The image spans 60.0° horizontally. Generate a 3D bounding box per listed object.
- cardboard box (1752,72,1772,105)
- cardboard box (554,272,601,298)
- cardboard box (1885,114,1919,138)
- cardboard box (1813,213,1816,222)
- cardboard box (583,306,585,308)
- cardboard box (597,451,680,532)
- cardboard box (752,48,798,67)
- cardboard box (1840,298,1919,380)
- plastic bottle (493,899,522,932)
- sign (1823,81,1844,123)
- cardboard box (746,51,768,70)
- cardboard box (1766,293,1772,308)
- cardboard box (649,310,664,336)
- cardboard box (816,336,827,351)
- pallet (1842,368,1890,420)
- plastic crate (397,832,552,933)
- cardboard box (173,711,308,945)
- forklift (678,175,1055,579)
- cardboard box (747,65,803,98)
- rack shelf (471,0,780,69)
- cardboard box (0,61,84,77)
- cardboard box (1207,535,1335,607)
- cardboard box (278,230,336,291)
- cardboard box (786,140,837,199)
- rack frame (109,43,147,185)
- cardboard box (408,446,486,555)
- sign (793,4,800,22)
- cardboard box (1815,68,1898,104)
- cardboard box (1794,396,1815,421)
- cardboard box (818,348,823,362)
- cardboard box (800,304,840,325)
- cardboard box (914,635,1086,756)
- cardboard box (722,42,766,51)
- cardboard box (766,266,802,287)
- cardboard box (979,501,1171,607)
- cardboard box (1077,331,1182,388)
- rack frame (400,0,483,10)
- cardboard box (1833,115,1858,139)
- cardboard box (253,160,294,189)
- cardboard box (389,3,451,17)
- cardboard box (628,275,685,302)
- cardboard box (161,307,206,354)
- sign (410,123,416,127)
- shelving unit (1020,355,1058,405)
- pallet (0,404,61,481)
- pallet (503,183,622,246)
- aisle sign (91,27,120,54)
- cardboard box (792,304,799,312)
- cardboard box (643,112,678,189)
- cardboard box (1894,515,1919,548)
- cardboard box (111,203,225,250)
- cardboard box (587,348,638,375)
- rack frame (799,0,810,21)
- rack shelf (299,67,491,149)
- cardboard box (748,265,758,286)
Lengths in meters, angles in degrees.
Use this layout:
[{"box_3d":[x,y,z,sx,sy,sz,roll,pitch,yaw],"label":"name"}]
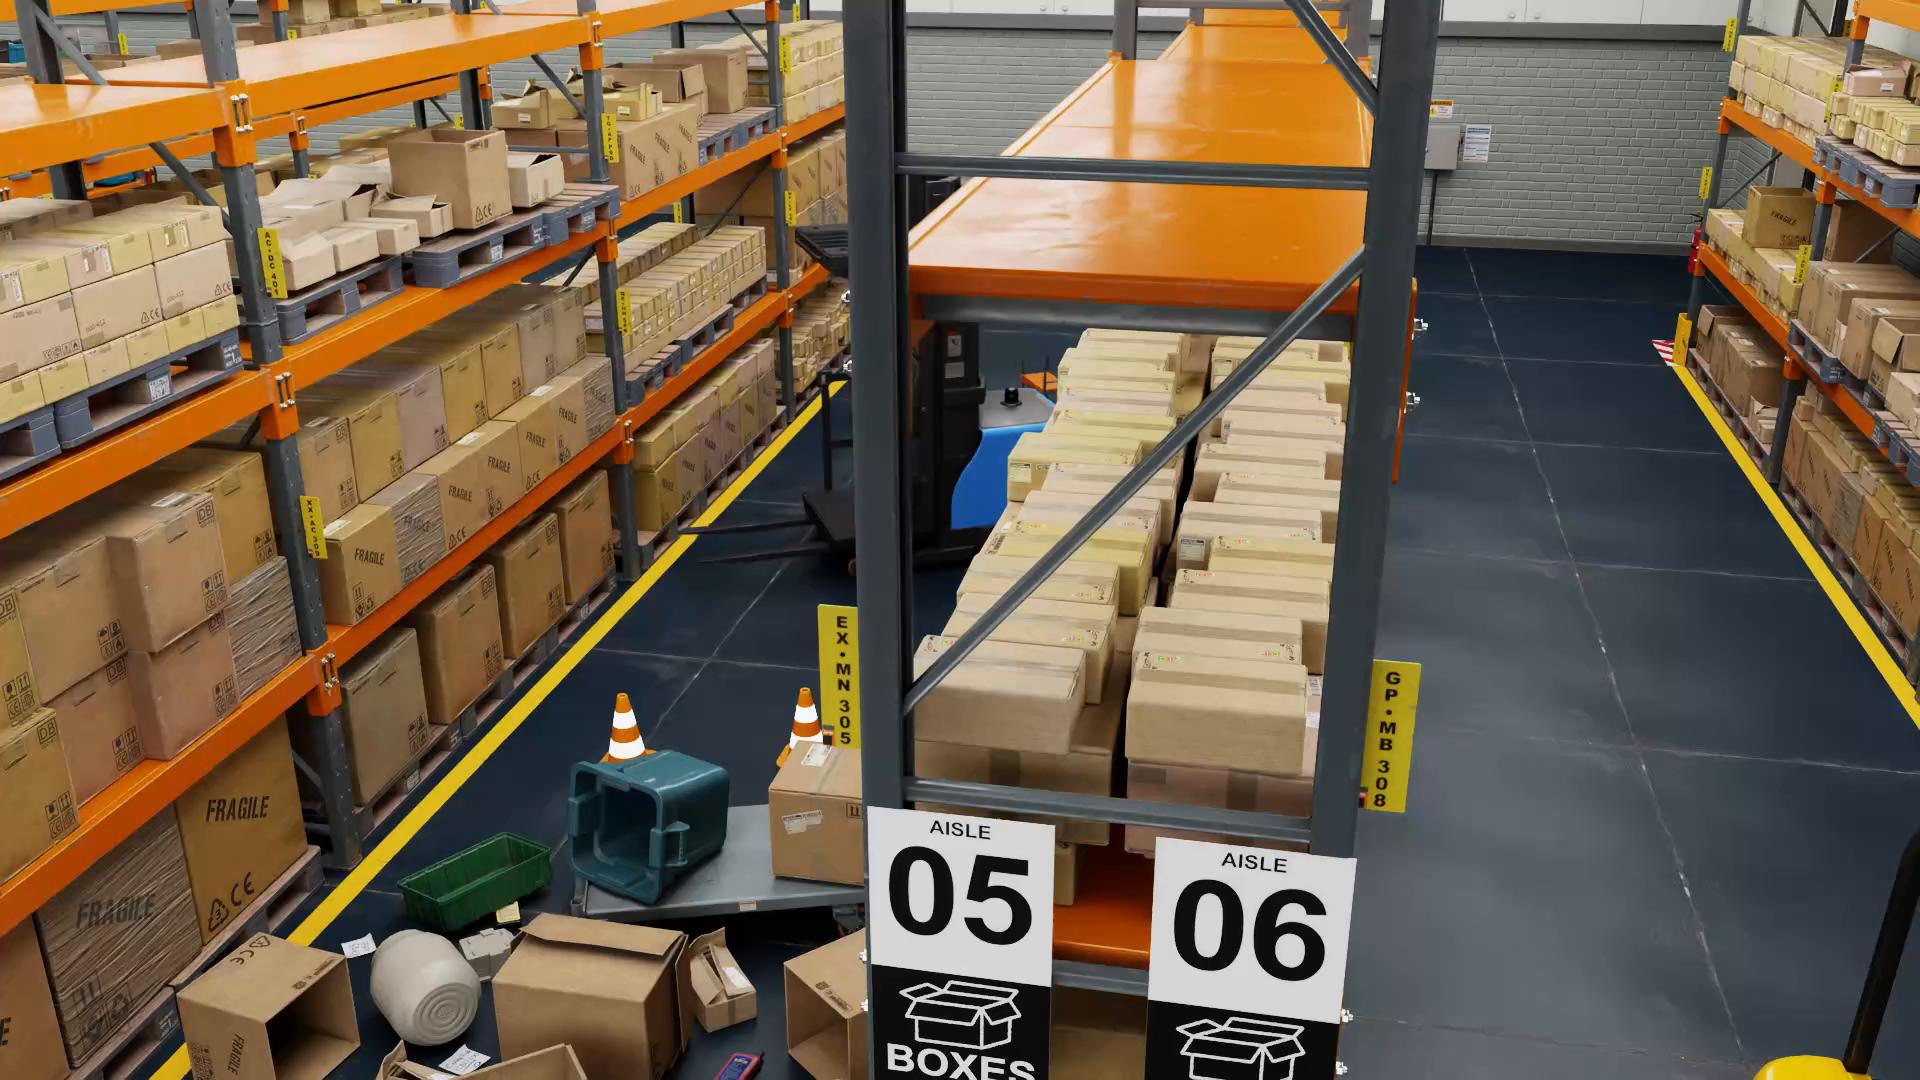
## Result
[{"box_3d":[7.864,-4.281,15.785,0.500,0.250,0.500,4,22,9],"label":"cardboard box"},{"box_3d":[-3.073,-2.069,13.484,0.380,0.149,0.250,4,22,11],"label":"cardboard box"},{"box_3d":[6.920,-2.975,11.982,0.380,0.149,0.250,5,22,11],"label":"cardboard box"},{"box_3d":[8.588,-3.216,17.156,0.500,0.250,0.500,5,22,12],"label":"cardboard box"},{"box_3d":[-3.178,-1.753,13.098,0.380,0.149,0.250,5,22,12],"label":"cardboard box"},{"box_3d":[-2.543,-0.402,13.151,0.500,0.500,0.500,4,22,9],"label":"cardboard box"},{"box_3d":[-1.736,-4.514,15.560,0.380,0.149,0.250,4,22,9],"label":"cardboard box"},{"box_3d":[7.022,-1.478,12.342,0.700,0.500,0.500,4,22,11],"label":"cardboard box"},{"box_3d":[-2.332,1.915,8.548,0.133,0.061,0.283,-7,23,-17],"label":"plastic bottle"},{"box_3d":[7.073,-3.543,13.458,0.100,0.325,0.005,4,22,11],"label":"sign"},{"box_3d":[-1.824,-4.417,15.319,0.380,0.149,0.250,4,22,10],"label":"cardboard box"},{"box_3d":[7.565,-2.180,15.118,0.380,0.149,0.250,5,22,12],"label":"cardboard box"},{"box_3d":[-2.537,-1.702,12.972,0.380,0.149,0.250,4,22,9],"label":"cardboard box"},{"box_3d":[-1.618,-2.097,17.433,0.380,0.149,0.250,6,23,13],"label":"cardboard box"},{"box_3d":[7.182,-1.033,12.190,1.003,0.211,1.213,4,22,11],"label":"pallet"},{"box_3d":[-2.506,1.776,8.645,0.450,0.188,0.662,7,21,42],"label":"plastic crate"},{"box_3d":[-3.950,1.351,8.297,0.875,0.875,0.875,5,22,12],"label":"cardboard box"},{"box_3d":[-0.655,-1.280,12.638,3.031,2.935,1.130,-7,23,-17],"label":"forklift"},{"box_3d":[-1.788,-4.302,15.567,0.500,0.250,0.500,5,23,13],"label":"cardboard box"},{"box_3d":[-2.529,-4.123,13.073,1.077,0.370,4.000,4,22,11],"label":"rack shelf"},{"box_3d":[-7.628,-3.726,13.909,0.500,0.500,0.500,6,23,14],"label":"cardboard box"},{"box_3d":[0.841,0.113,4.341,0.380,0.149,0.250,4,22,11],"label":"cardboard box"},{"box_3d":[-3.385,-1.437,8.405,0.258,0.266,0.396,4,22,10],"label":"cardboard box"},{"box_3d":[-1.566,-3.758,16.829,0.500,0.500,0.500,5,22,12],"label":"cardboard box"},{"box_3d":[-10.988,-4.846,21.401,1.000,3.000,0.127,4,22,11],"label":"rack frame"},{"box_3d":[-3.175,-0.250,9.856,0.500,0.500,0.500,4,22,11],"label":"cardboard box"},{"box_3d":[-1.836,-5.891,18.812,0.100,0.325,0.005,4,22,11],"label":"sign"},{"box_3d":[7.473,-3.768,13.842,0.500,0.250,0.500,5,22,11],"label":"cardboard box"},{"box_3d":[7.272,-1.098,14.011,0.380,0.149,0.250,6,23,13],"label":"cardboard box"},{"box_3d":[-1.654,-1.961,17.493,0.380,0.149,0.250,4,22,9],"label":"cardboard box"},{"box_3d":[-1.504,-2.419,17.832,0.380,0.149,0.250,5,22,11],"label":"cardboard box"},{"box_3d":[0.077,0.348,3.759,0.380,0.149,0.250,5,22,11],"label":"cardboard box"},{"box_3d":[-2.103,-4.741,16.124,0.380,0.149,0.250,5,23,13],"label":"cardboard box"},{"box_3d":[-1.742,-2.553,16.043,0.380,0.149,0.250,5,23,13],"label":"cardboard box"},{"box_3d":[0.343,0.097,4.915,0.500,0.250,0.500,5,22,12],"label":"cardboard box"},{"box_3d":[0.642,-0.685,6.324,0.380,0.149,0.250,4,22,9],"label":"cardboard box"},{"box_3d":[-6.139,-7.251,19.343,1.000,3.000,0.127,4,22,11],"label":"rack frame"},{"box_3d":[7.069,-3.218,12.984,0.380,0.149,0.250,5,22,12],"label":"cardboard box"},{"box_3d":[-7.124,-3.610,17.132,0.500,0.500,0.500,5,22,12],"label":"cardboard box"},{"box_3d":[-6.193,-5.953,19.305,0.700,0.500,0.500,3,22,8],"label":"cardboard box"},{"box_3d":[-2.438,-2.020,13.362,0.380,0.149,0.250,6,23,13],"label":"cardboard box"},{"box_3d":[-3.566,-0.931,7.305,0.380,0.149,0.250,5,22,12],"label":"cardboard box"},{"box_3d":[-6.681,-4.951,20.398,0.100,0.325,0.005,4,22,11],"label":"sign"},{"box_3d":[0.712,-0.904,14.021,0.258,1.200,0.503,-8,23,-18],"label":"shelving unit"},{"box_3d":[-4.181,-0.272,6.147,1.003,0.211,1.213,4,22,11],"label":"pallet"},{"box_3d":[-3.016,-2.192,11.049,1.213,0.211,1.003,6,23,13],"label":"pallet"},{"box_3d":[-10.687,-6.056,20.925,0.394,0.787,0.004,4,22,11],"label":"aisle sign"},{"box_3d":[-1.951,-2.454,17.919,0.380,0.149,0.250,5,22,11],"label":"cardboard box"},{"box_3d":[-2.465,-2.937,12.513,0.500,0.500,0.500,4,22,11],"label":"cardboard box"},{"box_3d":[6.668,-0.048,11.405,0.380,0.149,0.250,3,22,8],"label":"cardboard box"},{"box_3d":[-3.516,-1.392,7.384,0.380,0.149,0.250,4,22,10],"label":"cardboard box"},{"box_3d":[-2.648,-1.354,12.505,0.380,0.149,0.250,4,22,10],"label":"cardboard box"},{"box_3d":[-1.304,-6.836,18.312,1.000,3.000,0.127,4,22,11],"label":"rack frame"},{"box_3d":[-6.547,-4.795,18.221,1.077,0.370,4.000,4,22,11],"label":"rack shelf"},{"box_3d":[-2.060,-2.413,15.135,0.380,0.149,0.250,5,22,11],"label":"cardboard box"}]
